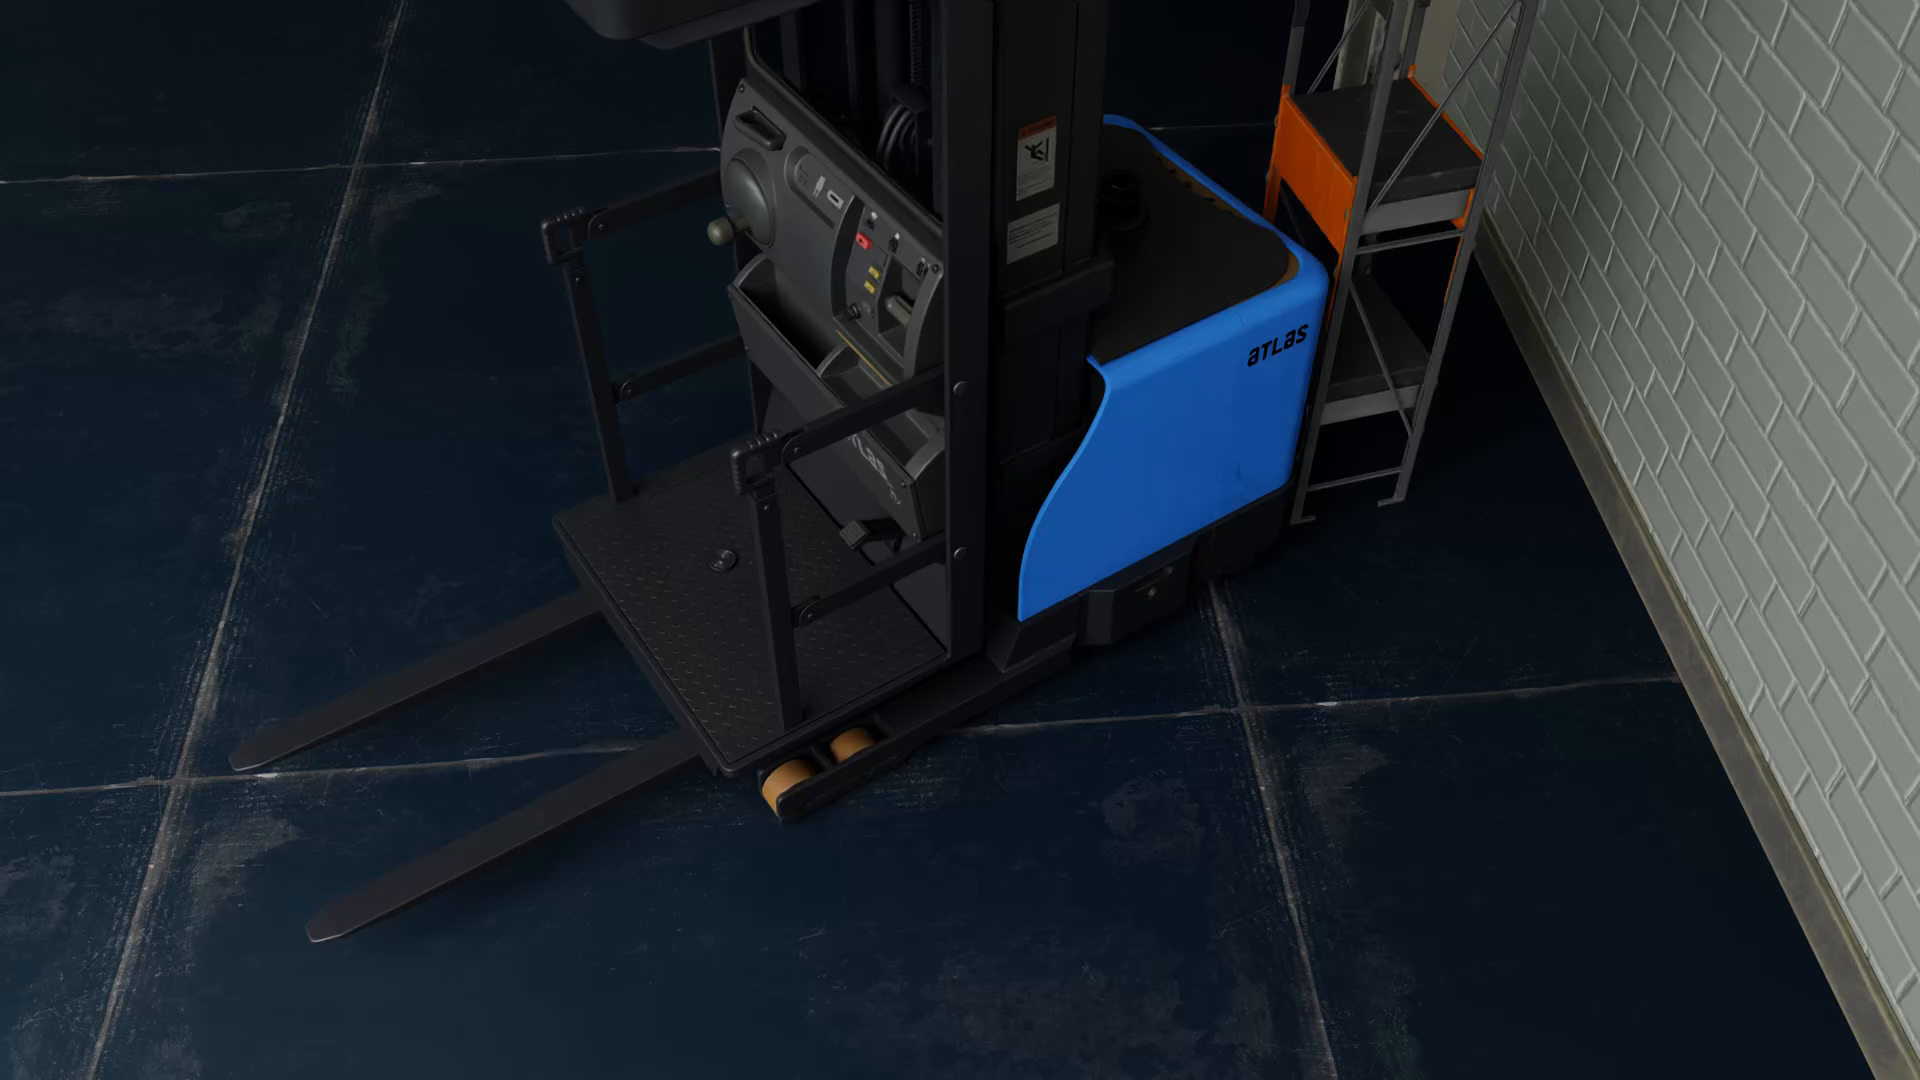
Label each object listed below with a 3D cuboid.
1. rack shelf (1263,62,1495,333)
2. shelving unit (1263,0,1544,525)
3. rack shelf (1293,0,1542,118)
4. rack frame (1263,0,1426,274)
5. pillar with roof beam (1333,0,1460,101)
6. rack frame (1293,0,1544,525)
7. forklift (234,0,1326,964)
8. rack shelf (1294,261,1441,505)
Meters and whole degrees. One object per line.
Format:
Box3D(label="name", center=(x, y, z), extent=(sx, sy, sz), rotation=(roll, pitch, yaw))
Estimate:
Box3D(label="rack shelf", center=(1.179, -0.980, 4.749), extent=(0.431, 0.518, 0.480), rotation=(-13, 48, -12))
Box3D(label="shelving unit", center=(1.179, -0.989, 4.739), extent=(0.431, 2.100, 0.503), rotation=(-13, 48, -12))
Box3D(label="rack shelf", center=(1.178, -1.462, 4.242), extent=(0.431, 0.518, 0.480), rotation=(-13, 48, -12))
Box3D(label="rack frame", center=(1.105, -1.157, 4.900), extent=(0.400, 2.100, 0.015), rotation=(-13, 48, -12))
Box3D(label="pillar with roof beam", center=(-2.548, -4.586, 3.395), extent=(9.100, 9.000, 0.400), rotation=(-3, 47, -3))
Box3D(label="rack frame", center=(1.253, -0.821, 4.579), extent=(0.400, 2.100, 0.015), rotation=(-13, 48, -12))
Box3D(label="forklift", center=(-0.481, -0.679, 3.874), extent=(3.031, 2.935, 1.130), rotation=(-28, 52, -24))
Box3D(label="rack shelf", center=(1.179, -0.497, 5.256), extent=(0.431, 0.518, 0.480), rotation=(-13, 48, -12))
